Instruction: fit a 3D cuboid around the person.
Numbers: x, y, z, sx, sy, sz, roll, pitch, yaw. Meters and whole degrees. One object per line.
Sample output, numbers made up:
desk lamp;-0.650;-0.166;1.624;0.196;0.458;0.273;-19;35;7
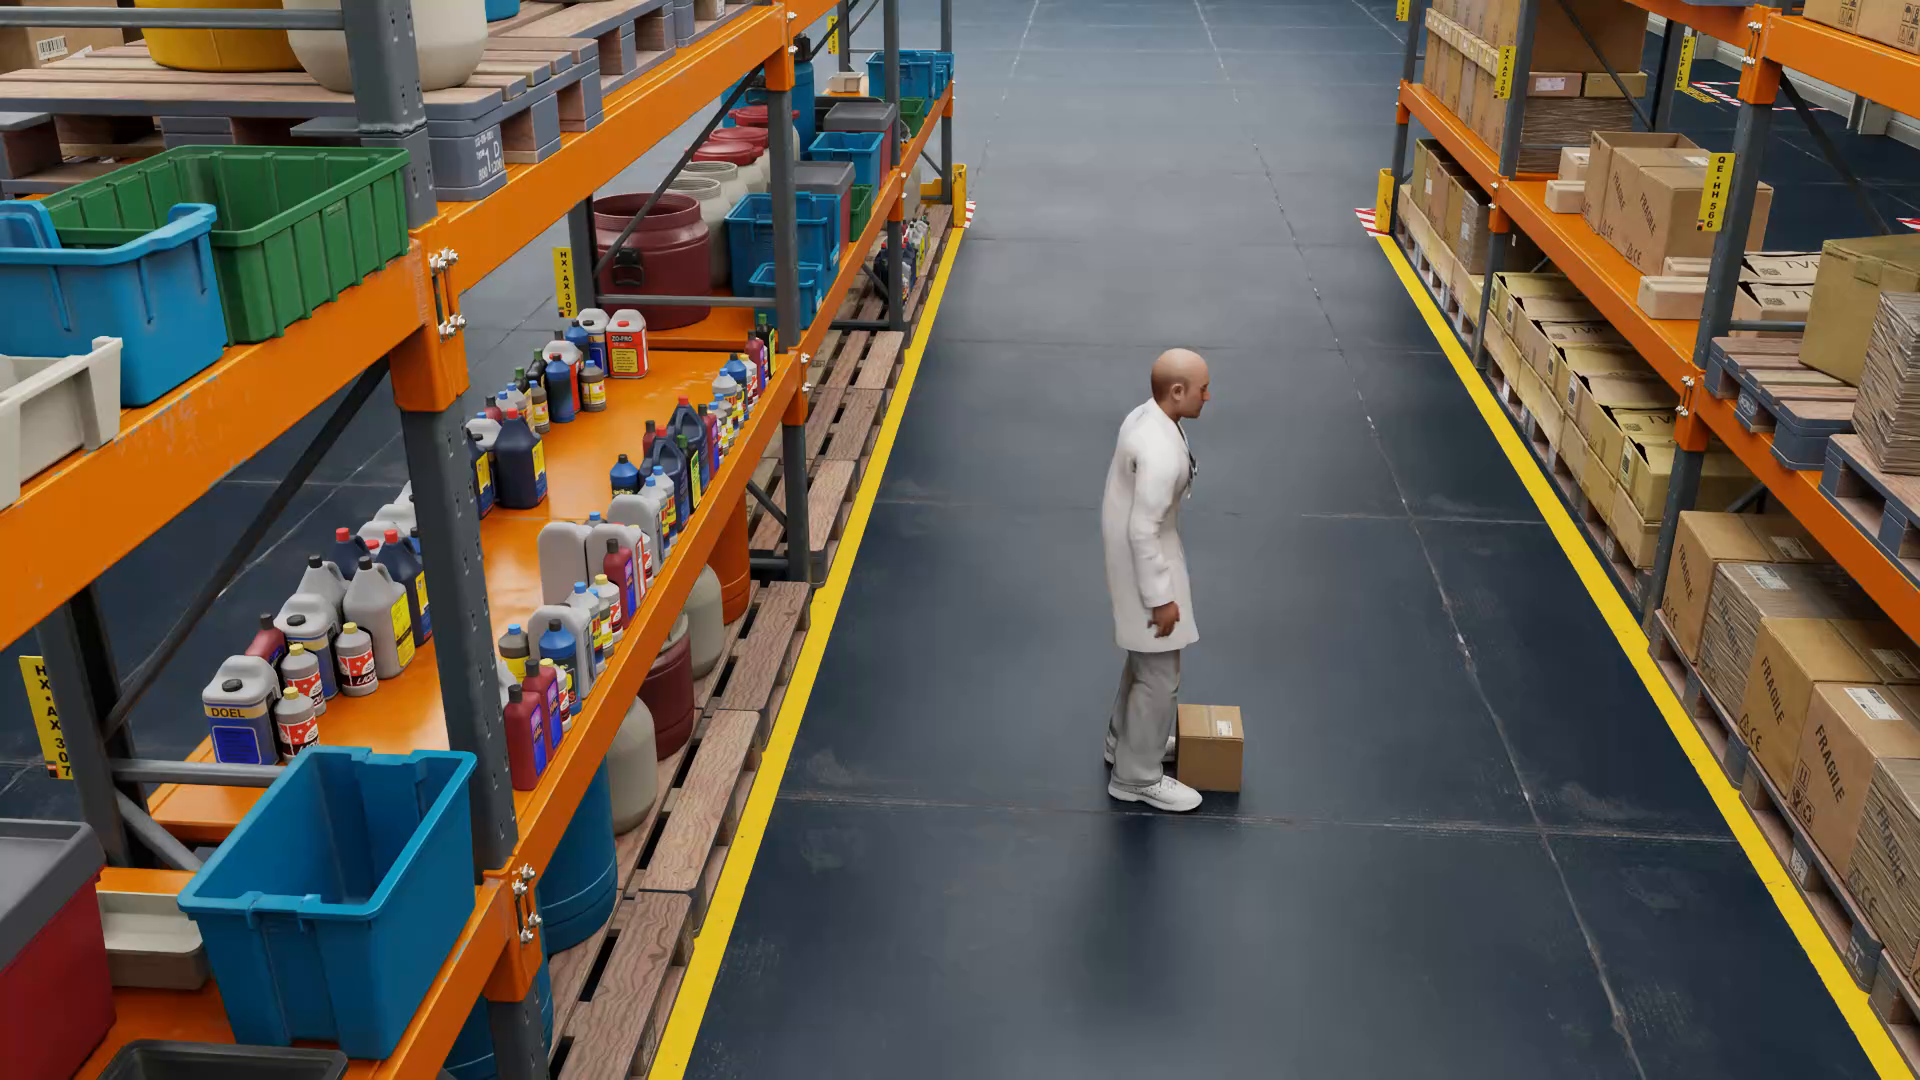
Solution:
person;0.744;0.133;6.327;0.427;1.773;0.642;2;24;4
